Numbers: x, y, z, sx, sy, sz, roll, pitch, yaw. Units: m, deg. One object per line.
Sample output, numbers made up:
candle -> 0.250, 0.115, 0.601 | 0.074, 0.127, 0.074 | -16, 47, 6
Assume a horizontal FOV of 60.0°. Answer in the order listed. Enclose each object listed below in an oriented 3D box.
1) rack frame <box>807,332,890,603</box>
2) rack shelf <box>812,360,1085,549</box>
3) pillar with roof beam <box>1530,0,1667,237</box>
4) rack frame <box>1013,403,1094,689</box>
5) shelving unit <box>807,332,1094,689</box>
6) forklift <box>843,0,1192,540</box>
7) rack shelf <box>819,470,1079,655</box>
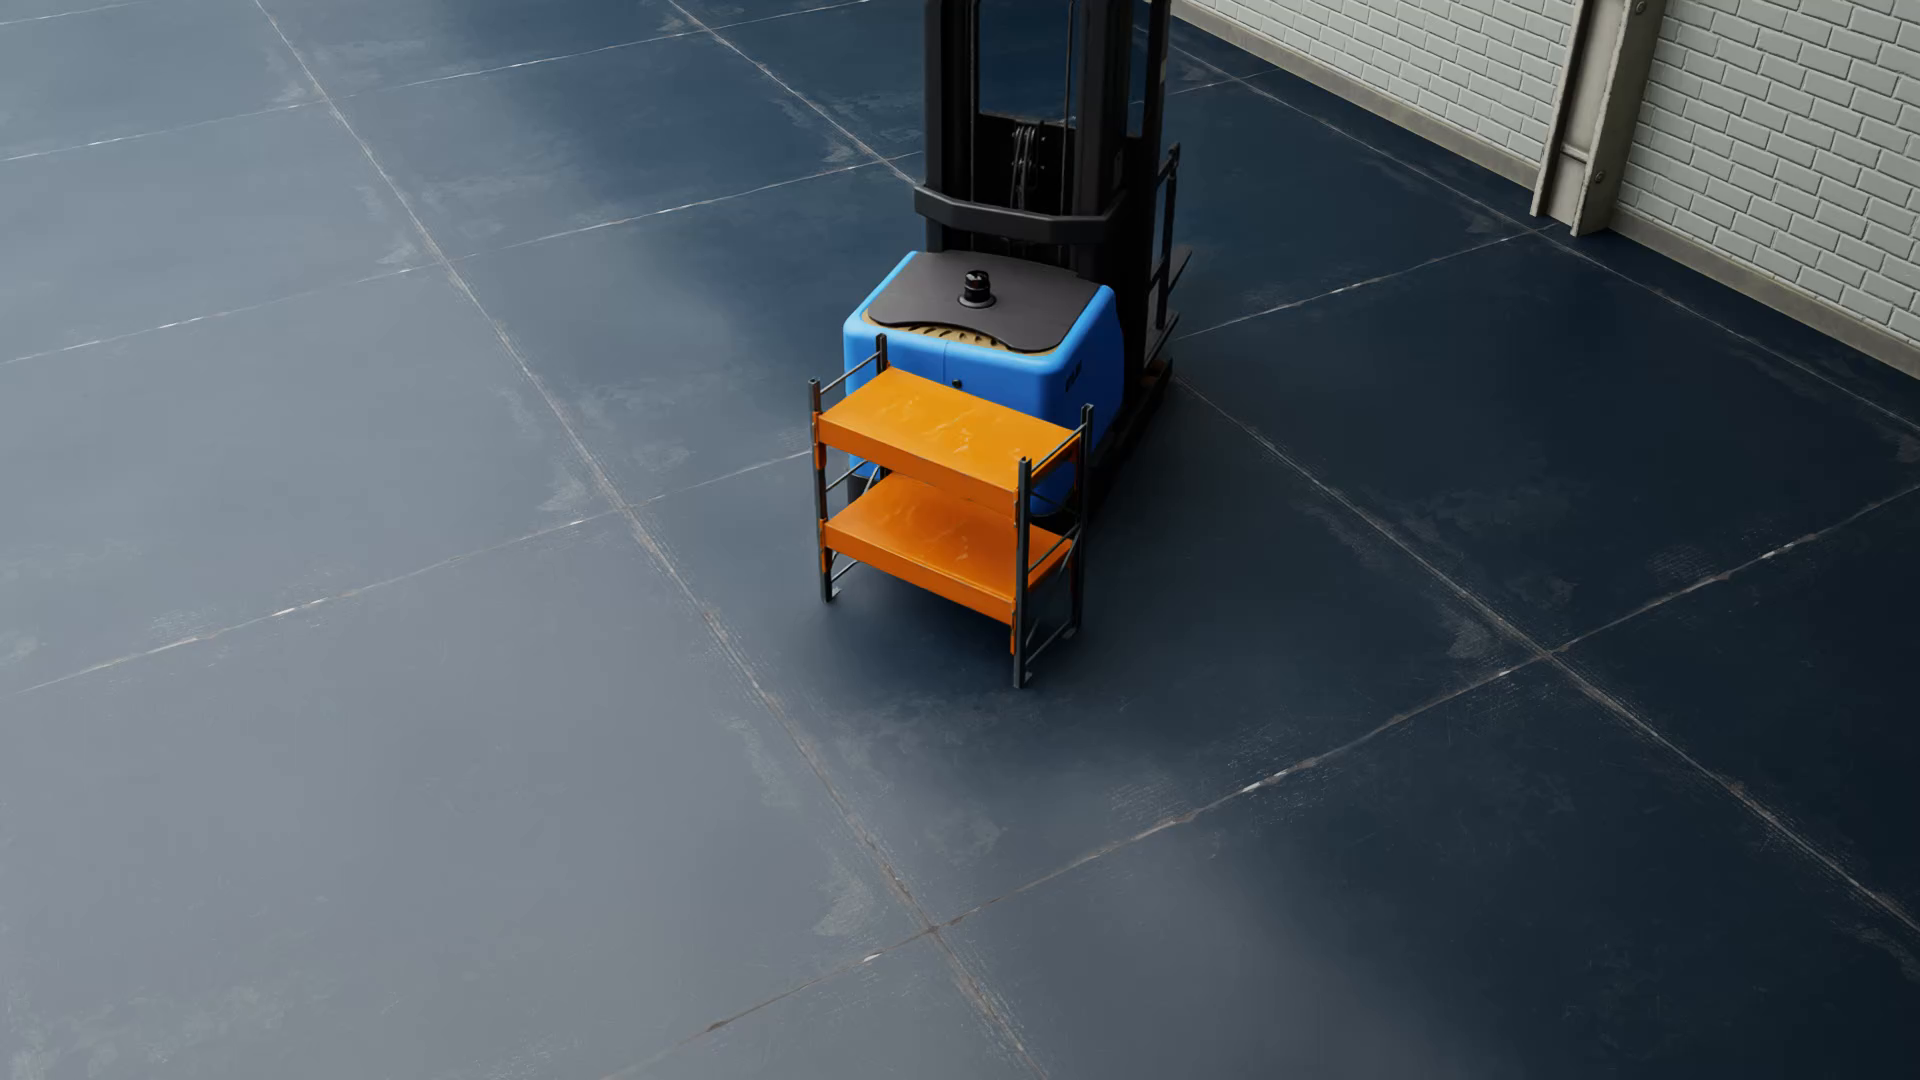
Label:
rack frame -> -0.463, -0.300, 7.208 | 0.032, 1.125, 0.500 | 22, 42, 27
rack shelf -> -0.044, -0.367, 6.802 | 1.000, 0.278, 0.538 | 22, 42, 27
pillar with roof beam -> 0.138, -4.386, 6.126 | 9.100, 9.000, 0.400 | -19, 40, -24
rack frame -> 0.374, 0.039, 6.742 | 0.032, 1.125, 0.500 | 22, 42, 27
shelving unit -> -0.044, -0.130, 6.975 | 1.048, 1.125, 0.538 | 22, 42, 27
forklift -> 0.486, -1.962, 7.951 | 1.130, 2.935, 3.031 | 13, 38, 17
rack shelf -> -0.044, 0.067, 7.119 | 1.000, 0.278, 0.538 | 22, 42, 27
